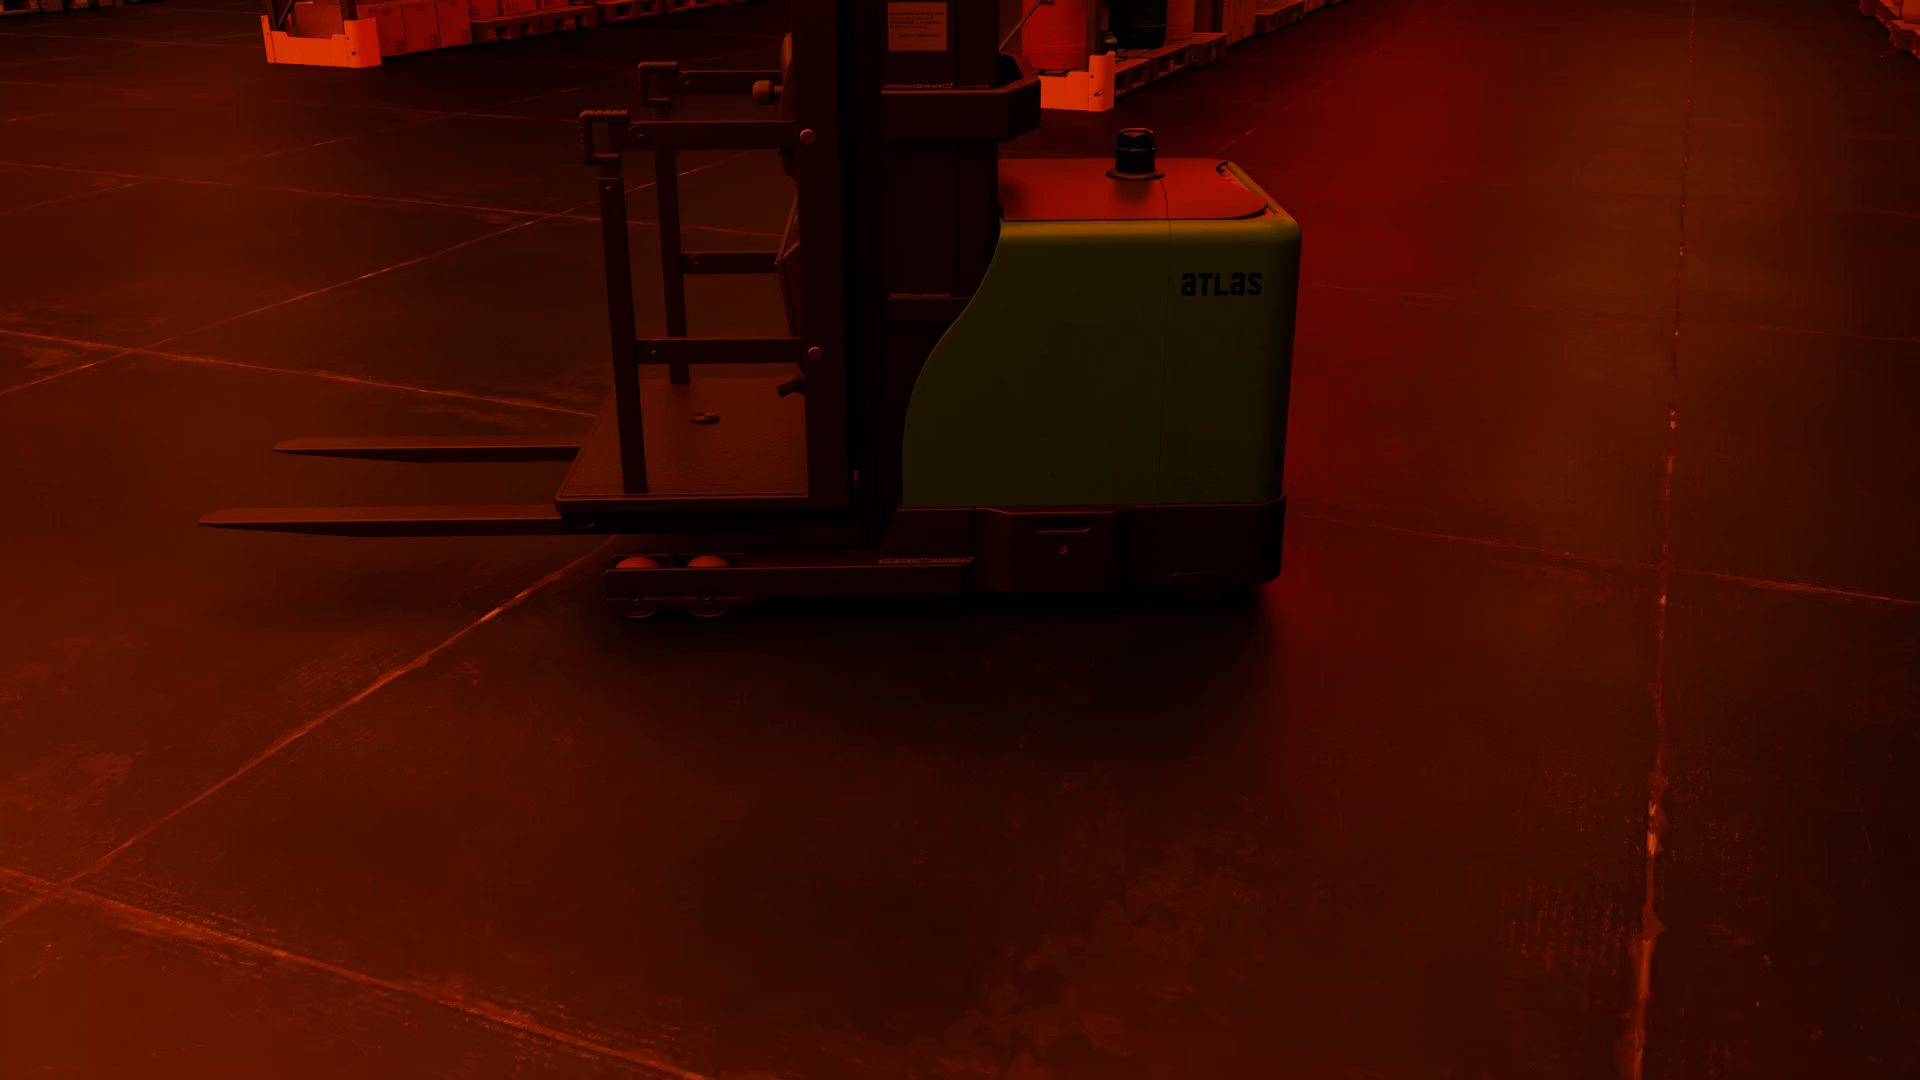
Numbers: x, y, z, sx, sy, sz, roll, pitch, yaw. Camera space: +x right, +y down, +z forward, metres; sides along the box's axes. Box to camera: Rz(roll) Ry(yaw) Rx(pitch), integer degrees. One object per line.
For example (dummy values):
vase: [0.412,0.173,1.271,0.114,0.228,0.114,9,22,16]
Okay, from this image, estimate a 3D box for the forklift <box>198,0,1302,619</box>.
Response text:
forklift: [-0.624,-1.344,4.508,3.031,2.935,1.130,-1,23,-2]
